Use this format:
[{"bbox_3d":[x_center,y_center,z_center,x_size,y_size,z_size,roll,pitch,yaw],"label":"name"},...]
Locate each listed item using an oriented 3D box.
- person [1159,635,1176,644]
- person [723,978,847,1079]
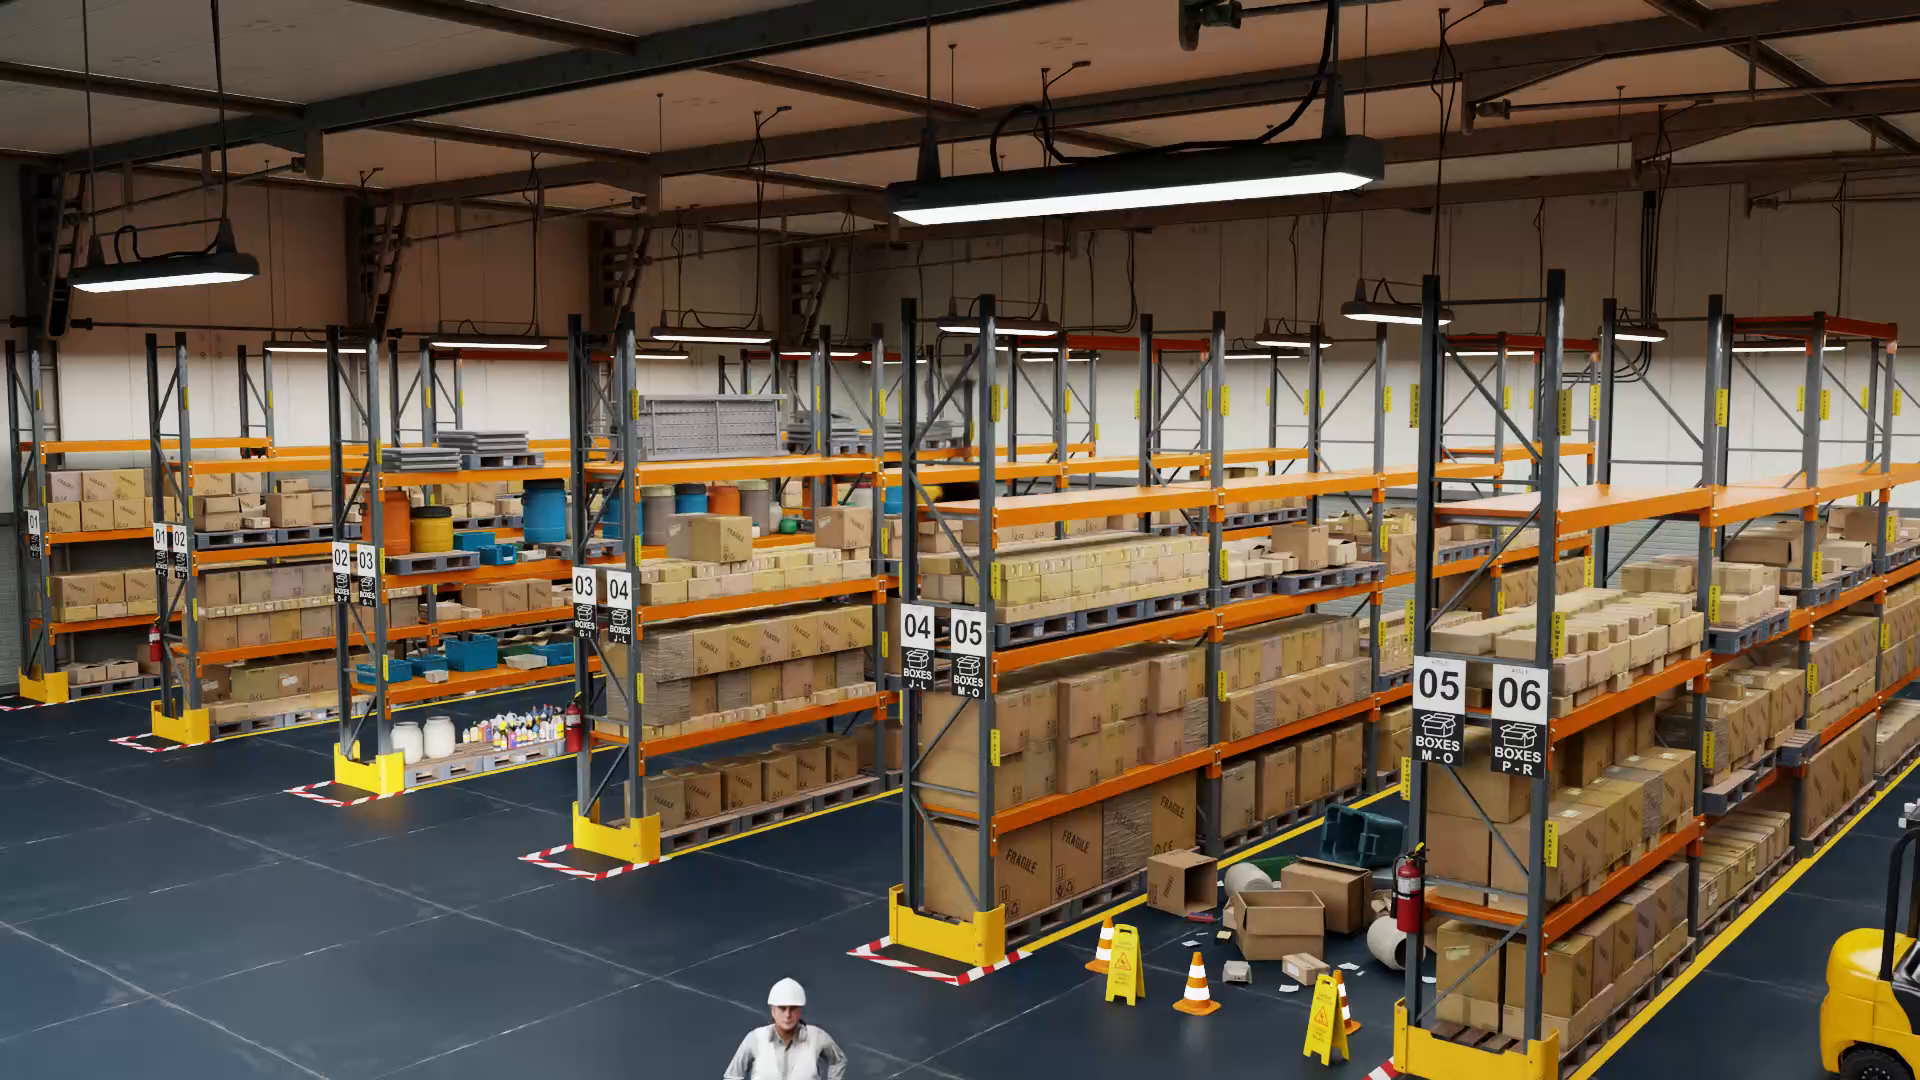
[{"bbox_3d":[2.849,1.967,23.200,0.605,1.662,0.529,4,7,39],"label":"person"},{"bbox_3d":[-1.018,3.412,9.607,0.698,1.773,0.976,0,5,1],"label":"person"}]
